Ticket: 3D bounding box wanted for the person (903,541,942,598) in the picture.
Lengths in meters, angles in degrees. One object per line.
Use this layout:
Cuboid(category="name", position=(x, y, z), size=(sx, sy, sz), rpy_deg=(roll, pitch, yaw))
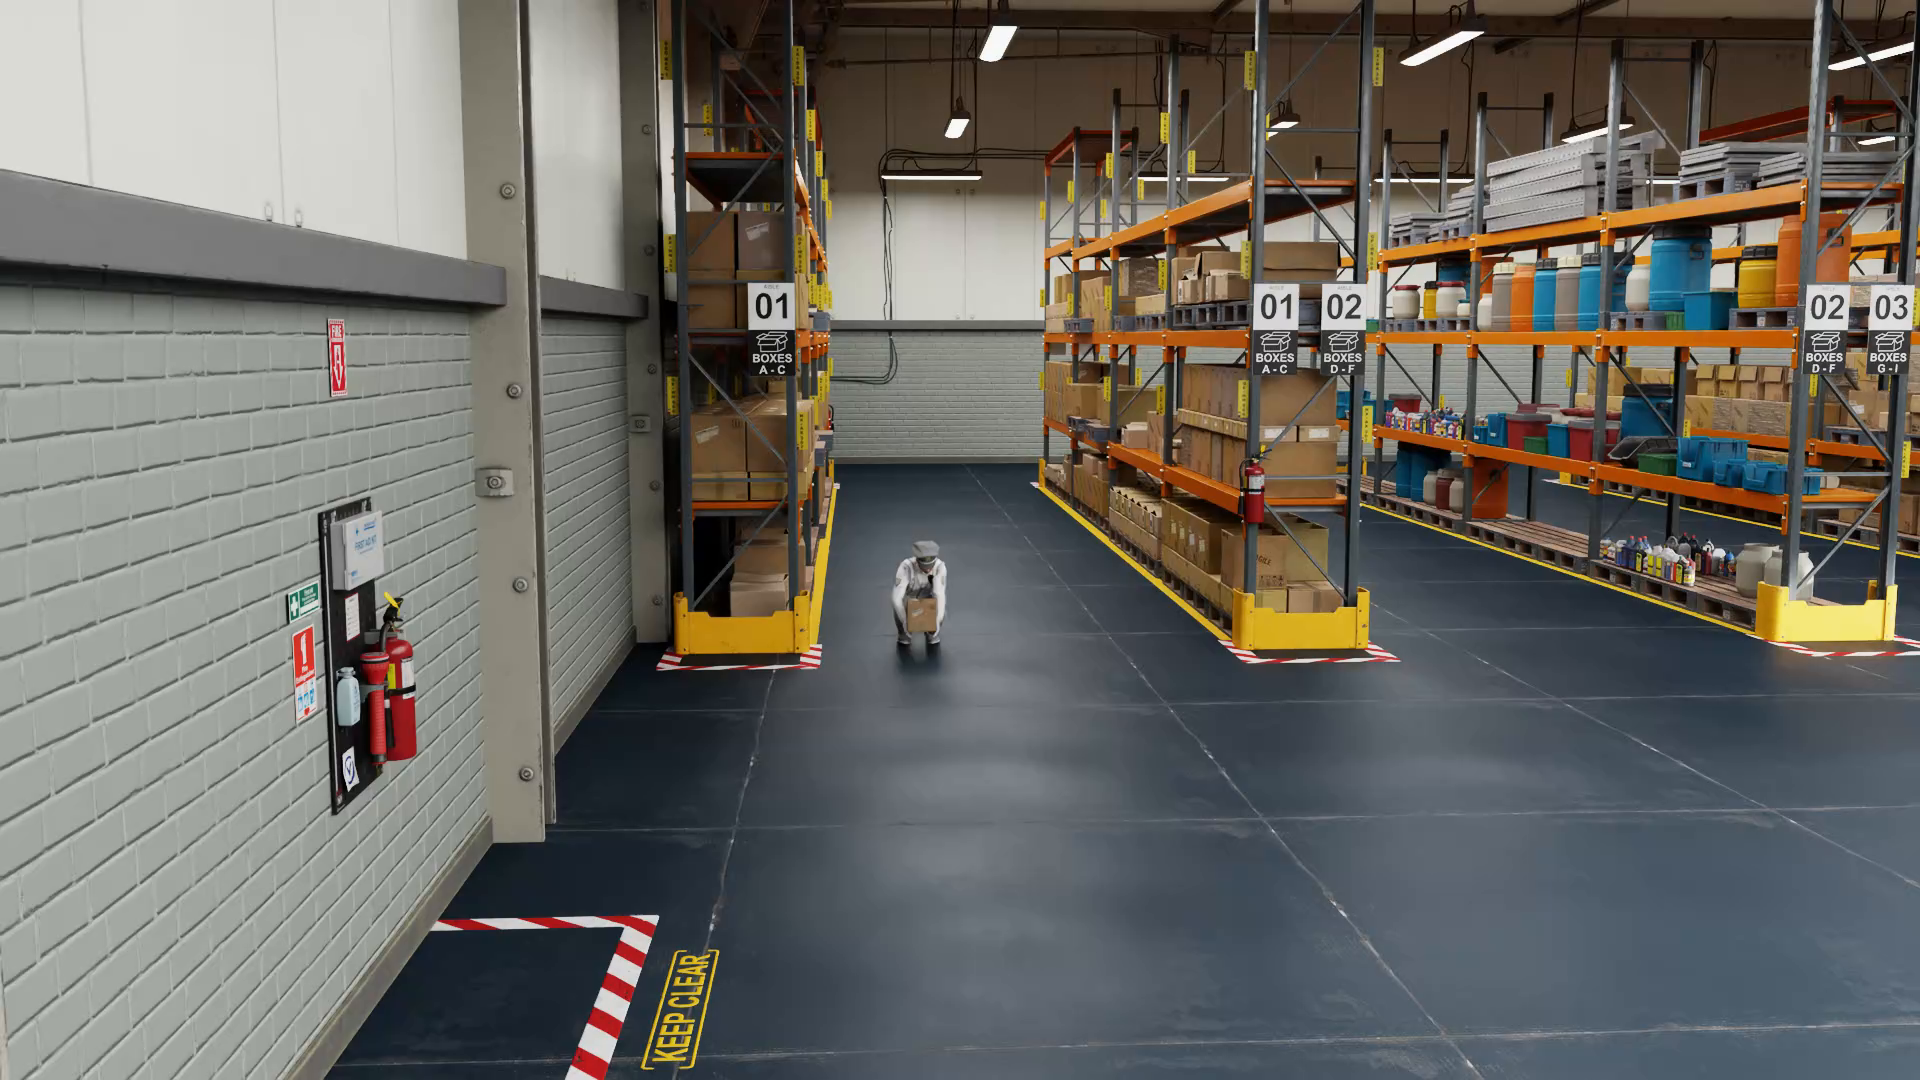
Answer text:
Cuboid(category="person", position=(-0.354, 0.301, 14.864), size=(0.402, 0.631, 0.761), rpy_deg=(-1, 7, -4))
